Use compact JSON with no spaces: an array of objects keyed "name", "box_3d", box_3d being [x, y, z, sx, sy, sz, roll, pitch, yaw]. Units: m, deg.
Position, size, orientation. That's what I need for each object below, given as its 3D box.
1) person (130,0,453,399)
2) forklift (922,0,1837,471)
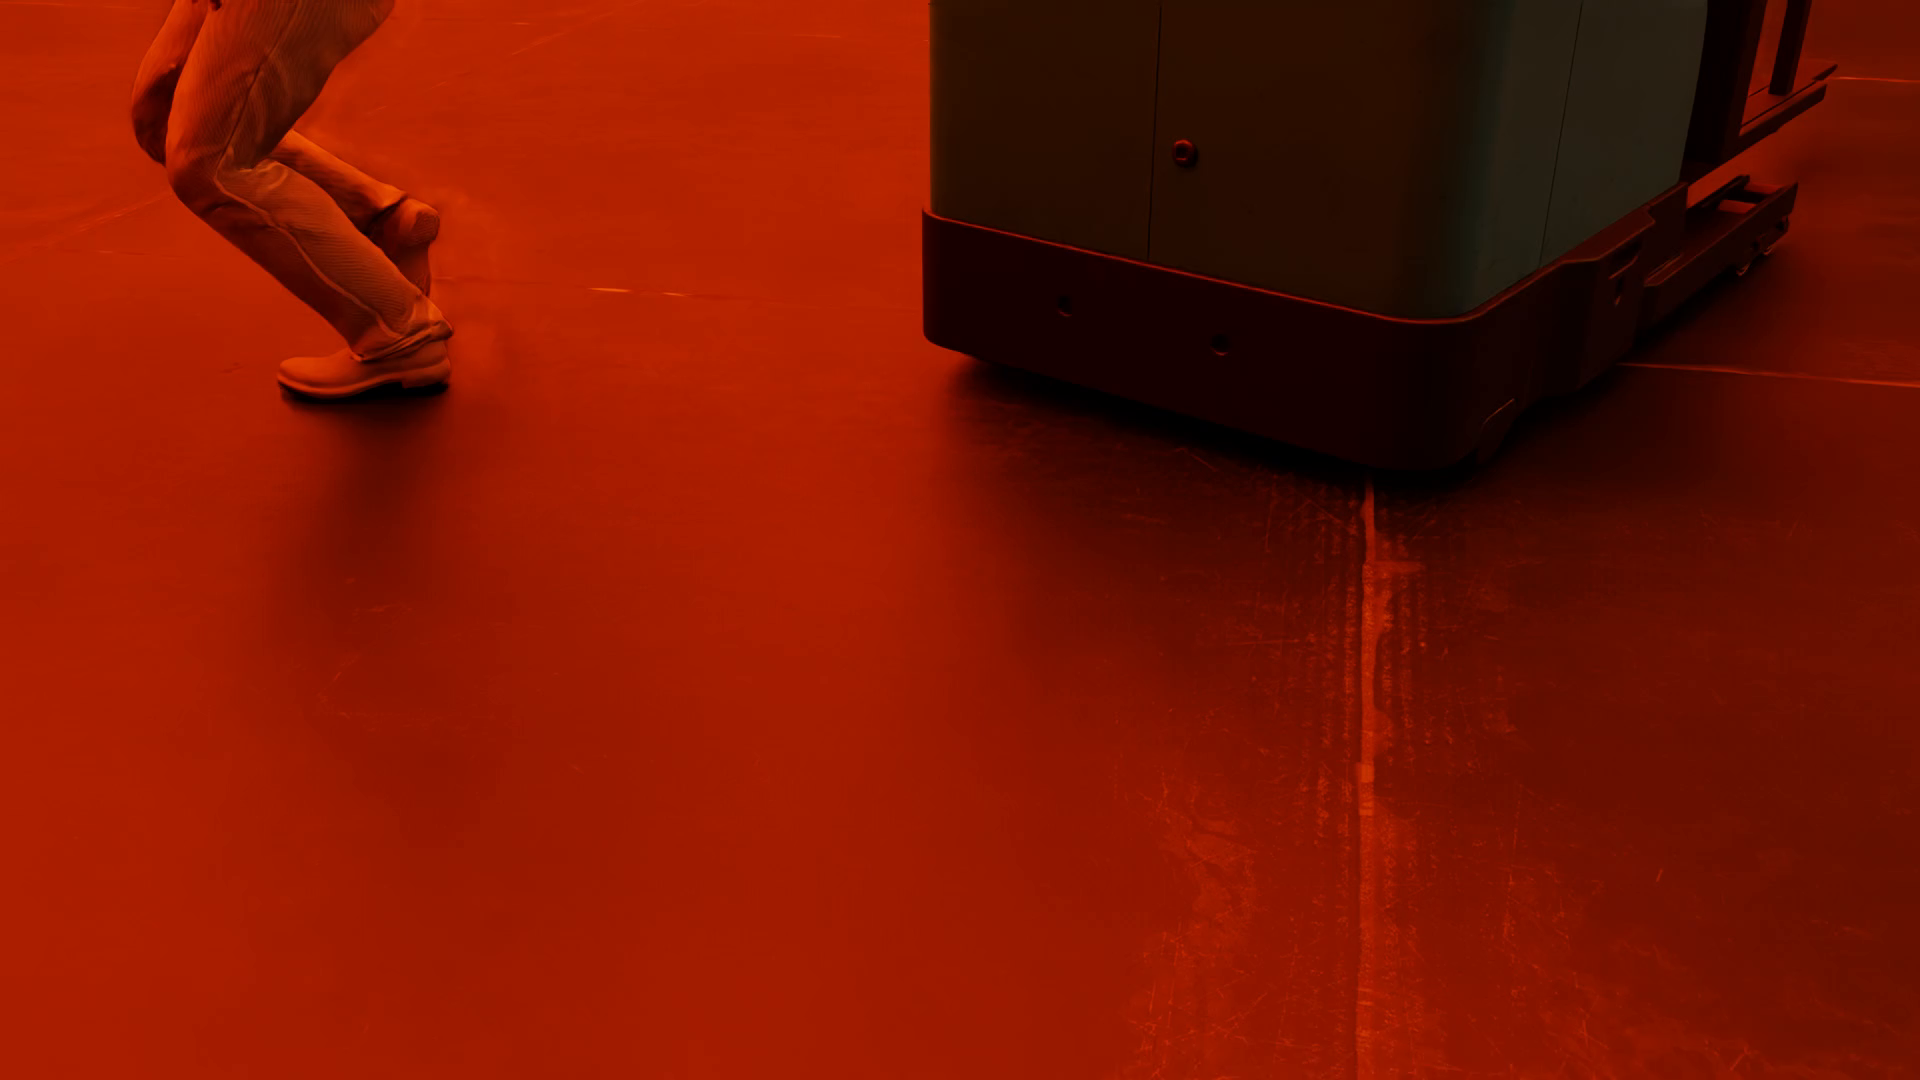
[{"name":"person","box_3d":[-1.210,-1.040,2.870,0.535,1.617,1.018,-16,31,-29]},{"name":"forklift","box_3d":[1.243,-2.010,3.230,1.130,2.935,3.031,20,33,34]}]
